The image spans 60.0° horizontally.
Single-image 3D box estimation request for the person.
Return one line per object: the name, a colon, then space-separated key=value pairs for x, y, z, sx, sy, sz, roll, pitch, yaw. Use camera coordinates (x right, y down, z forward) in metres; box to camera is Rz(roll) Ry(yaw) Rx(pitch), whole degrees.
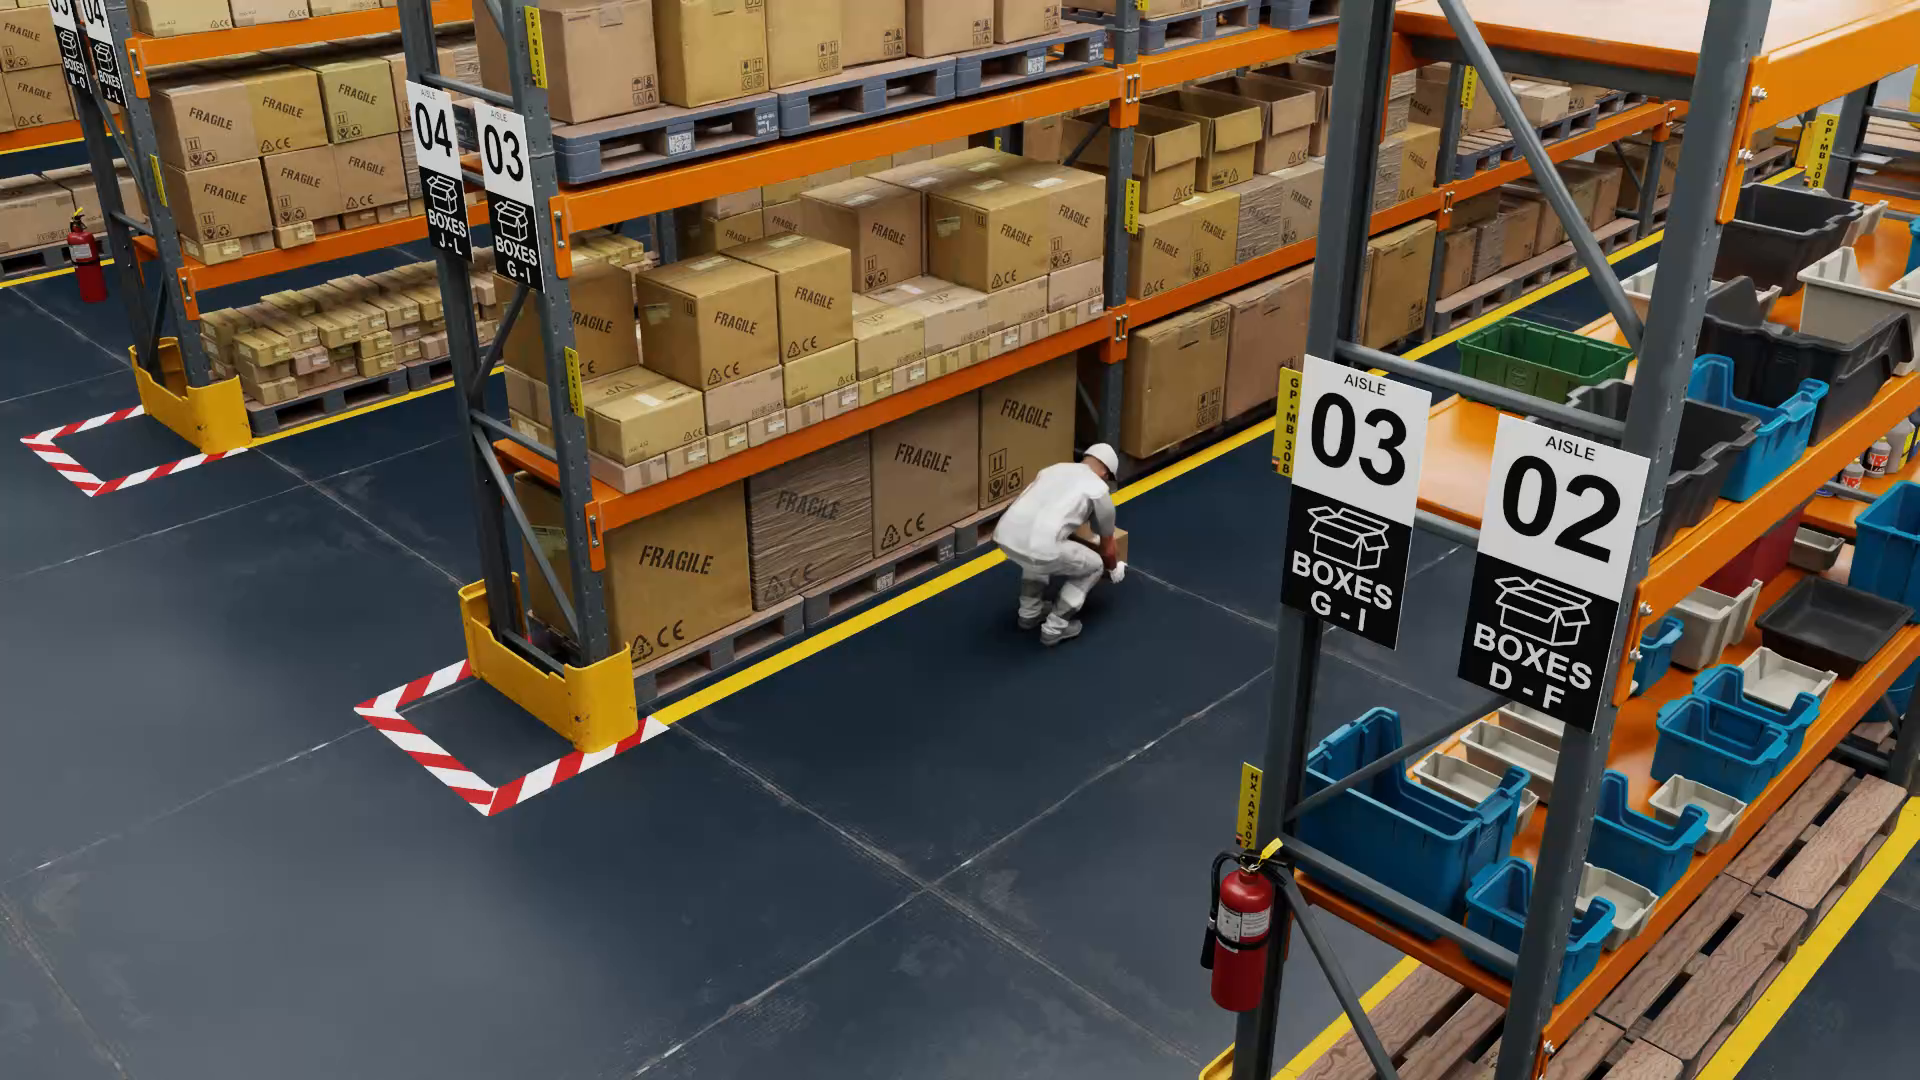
person: x=0.583 y=0.027 z=9.414 sx=0.528 sy=0.986 sz=0.935 roll=23 pitch=35 yaw=37
